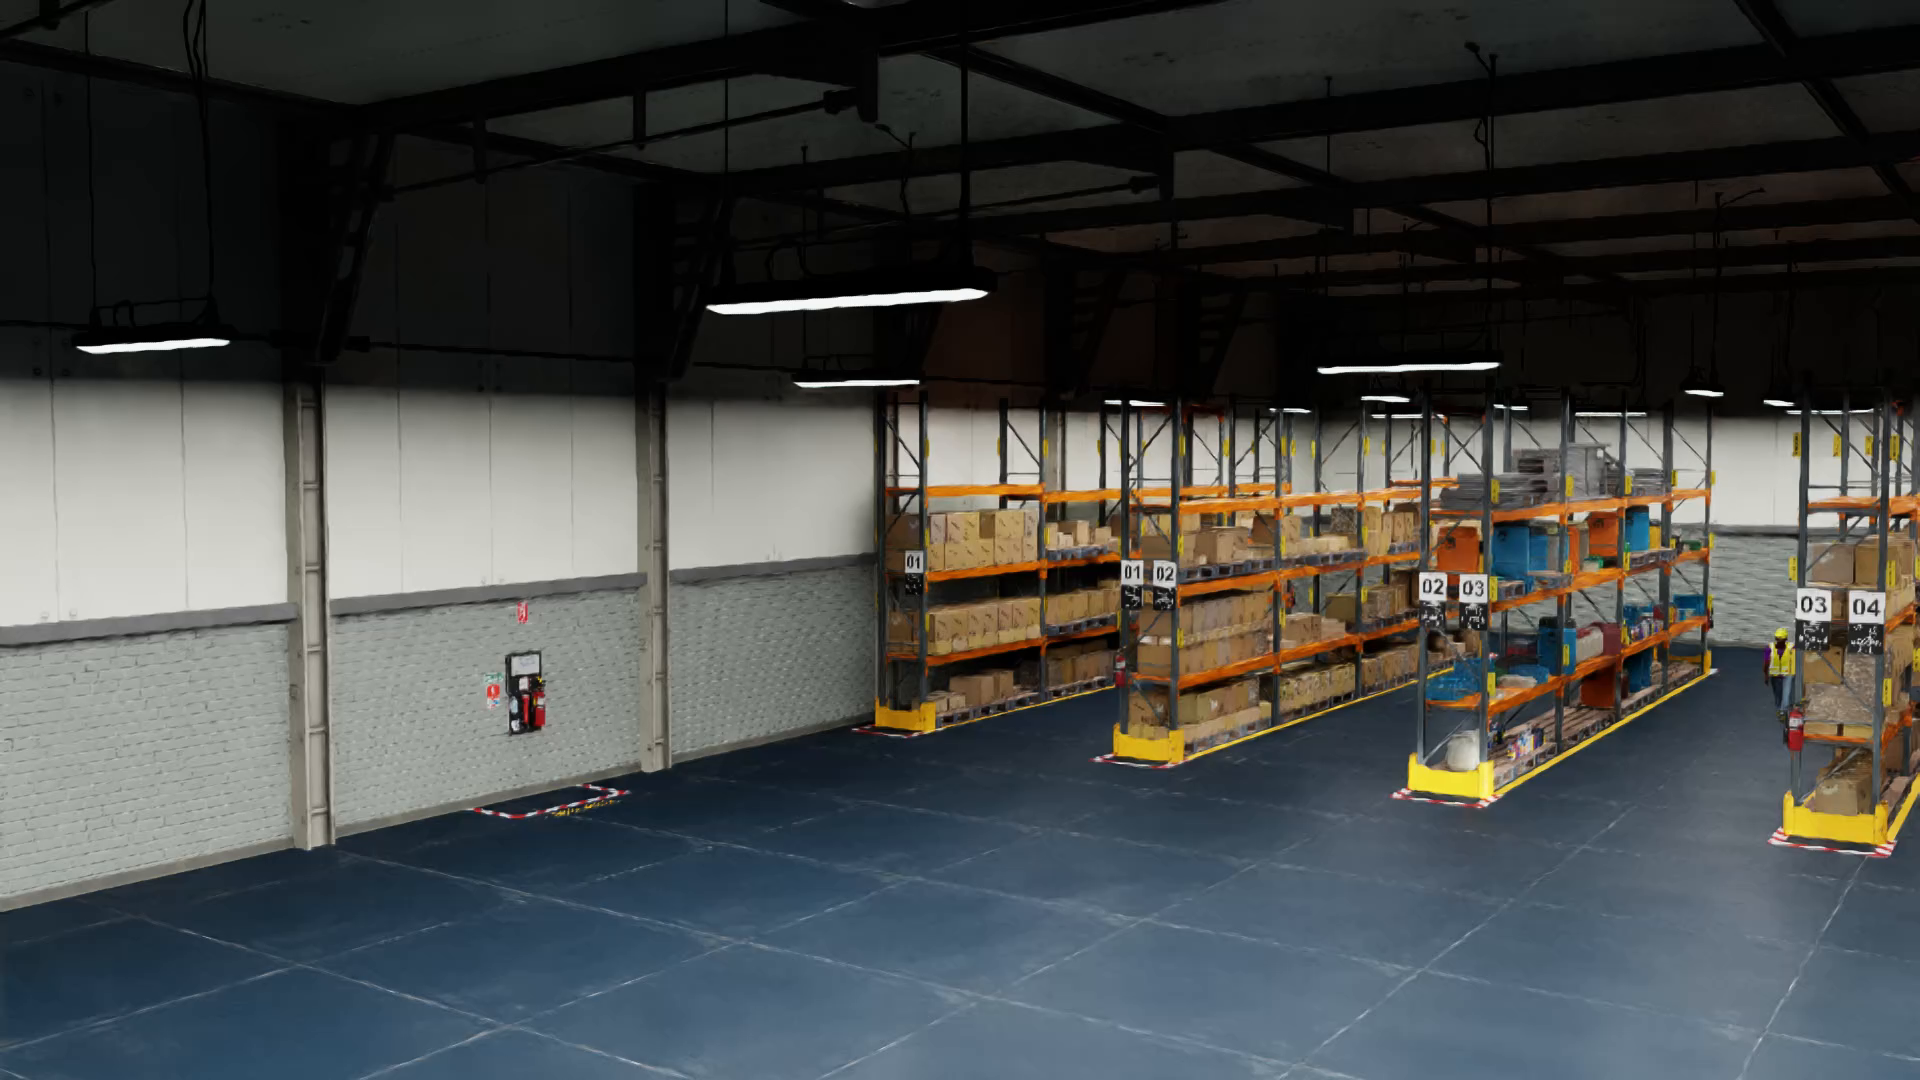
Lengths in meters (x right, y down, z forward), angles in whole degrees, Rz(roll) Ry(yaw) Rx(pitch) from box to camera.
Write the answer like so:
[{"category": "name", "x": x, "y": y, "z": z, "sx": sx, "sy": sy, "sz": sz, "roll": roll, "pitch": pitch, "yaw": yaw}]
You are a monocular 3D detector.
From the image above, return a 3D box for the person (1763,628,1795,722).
[{"category": "person", "x": 15.049, "y": 2.455, "z": 30.511, "sx": 0.577, "sy": 1.687, "sz": 1.121, "roll": 2, "pitch": 4, "yaw": 36}]
